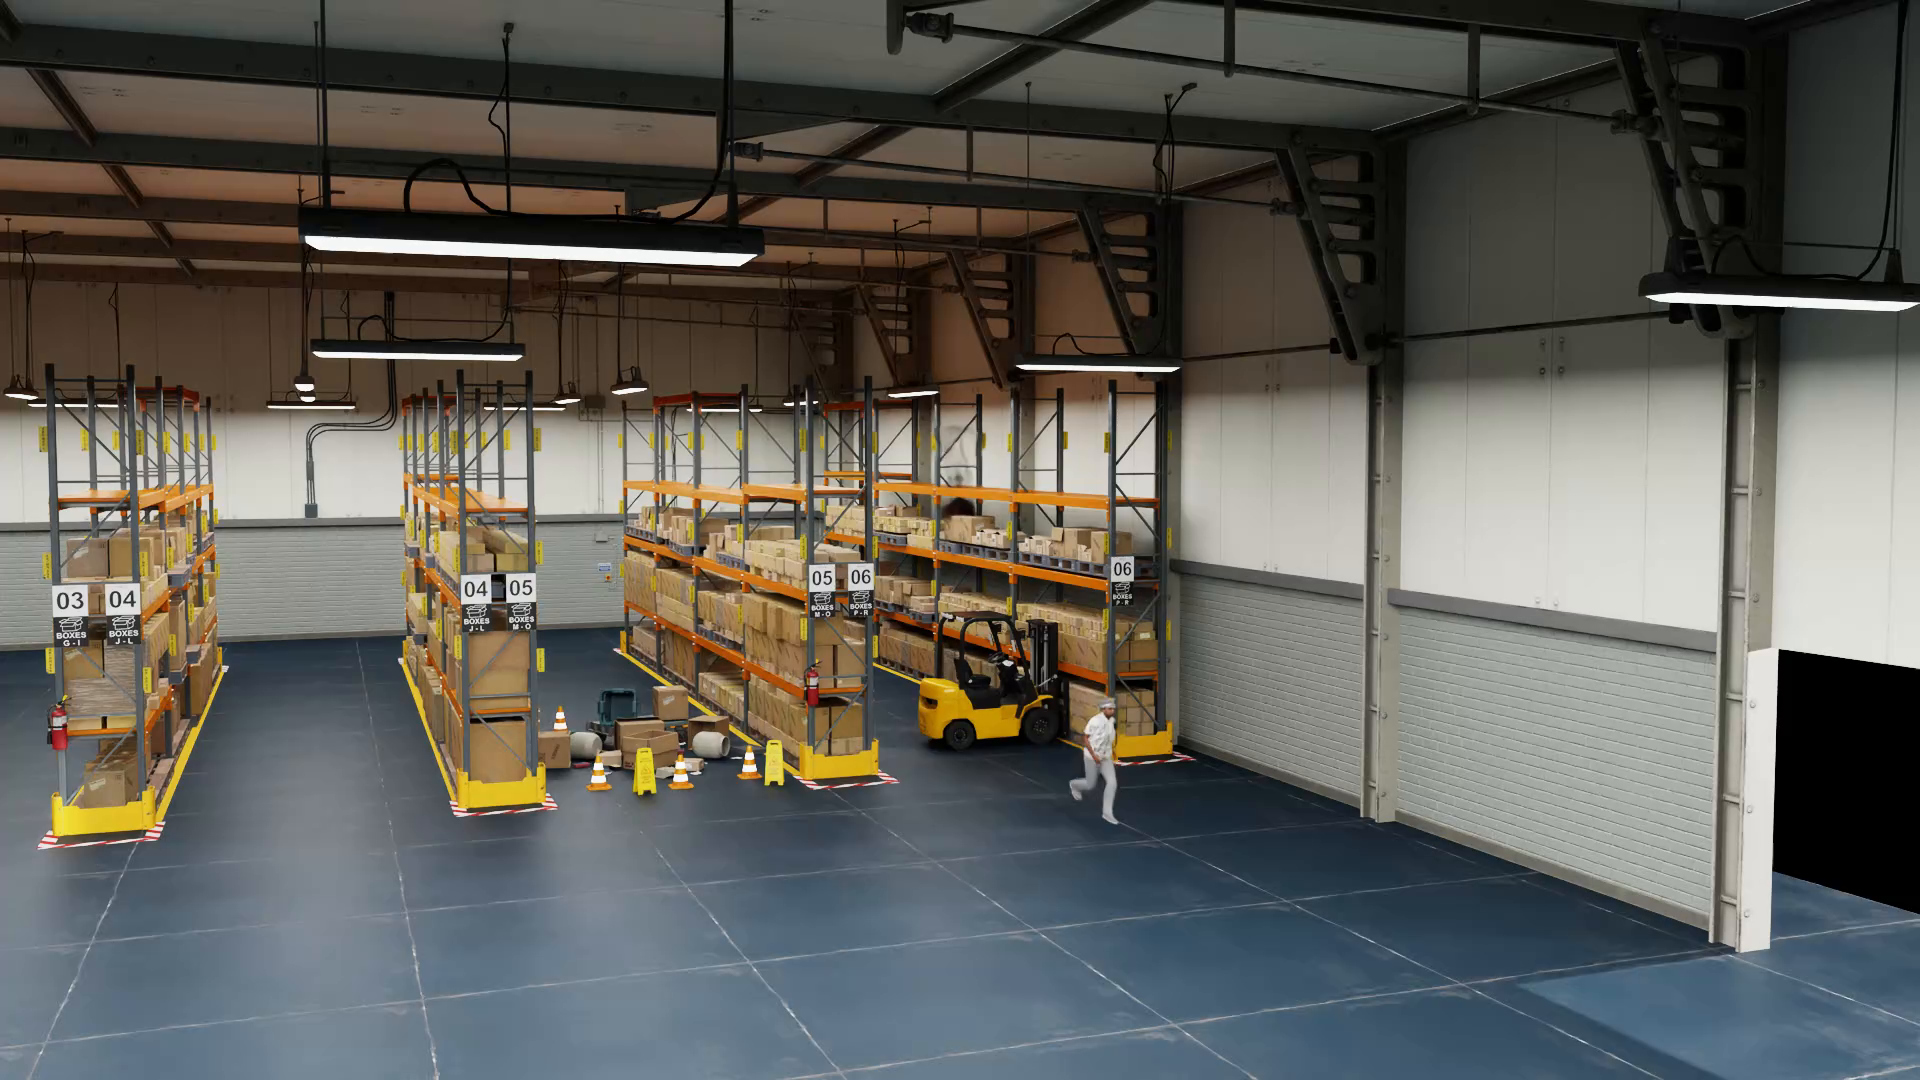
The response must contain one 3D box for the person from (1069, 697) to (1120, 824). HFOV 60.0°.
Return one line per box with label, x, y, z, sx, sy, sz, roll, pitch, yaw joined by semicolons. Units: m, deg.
person;1.814;2.902;22.177;0.558;1.676;0.936;-3;4;-37
